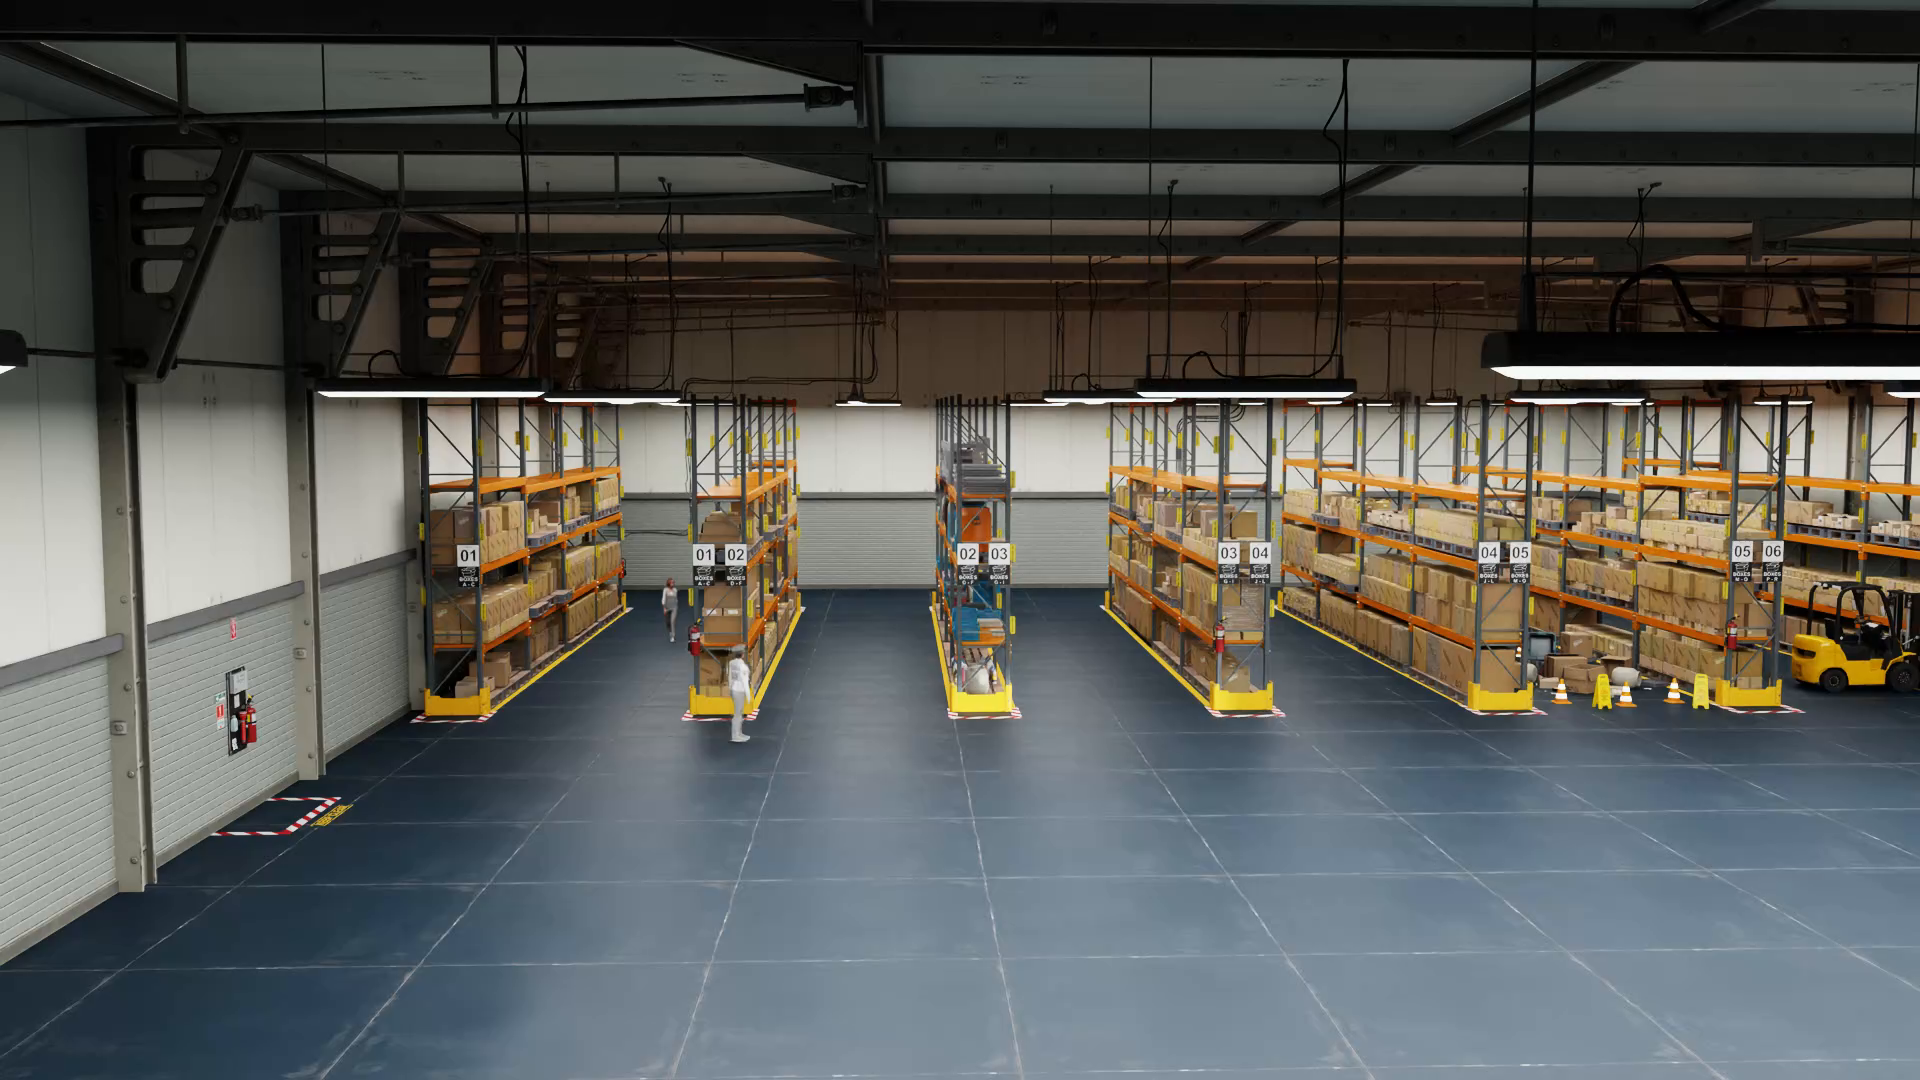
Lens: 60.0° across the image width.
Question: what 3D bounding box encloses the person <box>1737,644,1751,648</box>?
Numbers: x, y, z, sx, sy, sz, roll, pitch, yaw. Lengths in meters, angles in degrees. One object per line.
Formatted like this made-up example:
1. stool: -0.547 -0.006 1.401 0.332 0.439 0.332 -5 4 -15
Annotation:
1. person: 17.165 2.031 36.587 0.504 1.650 0.557 -4 6 -40

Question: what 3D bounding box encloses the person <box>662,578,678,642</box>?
1. person: -7.135 1.713 41.039 0.388 1.550 0.865 0 4 1

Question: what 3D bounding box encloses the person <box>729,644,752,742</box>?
1. person: -3.785 2.633 28.674 0.383 1.693 0.536 -2 5 -20
